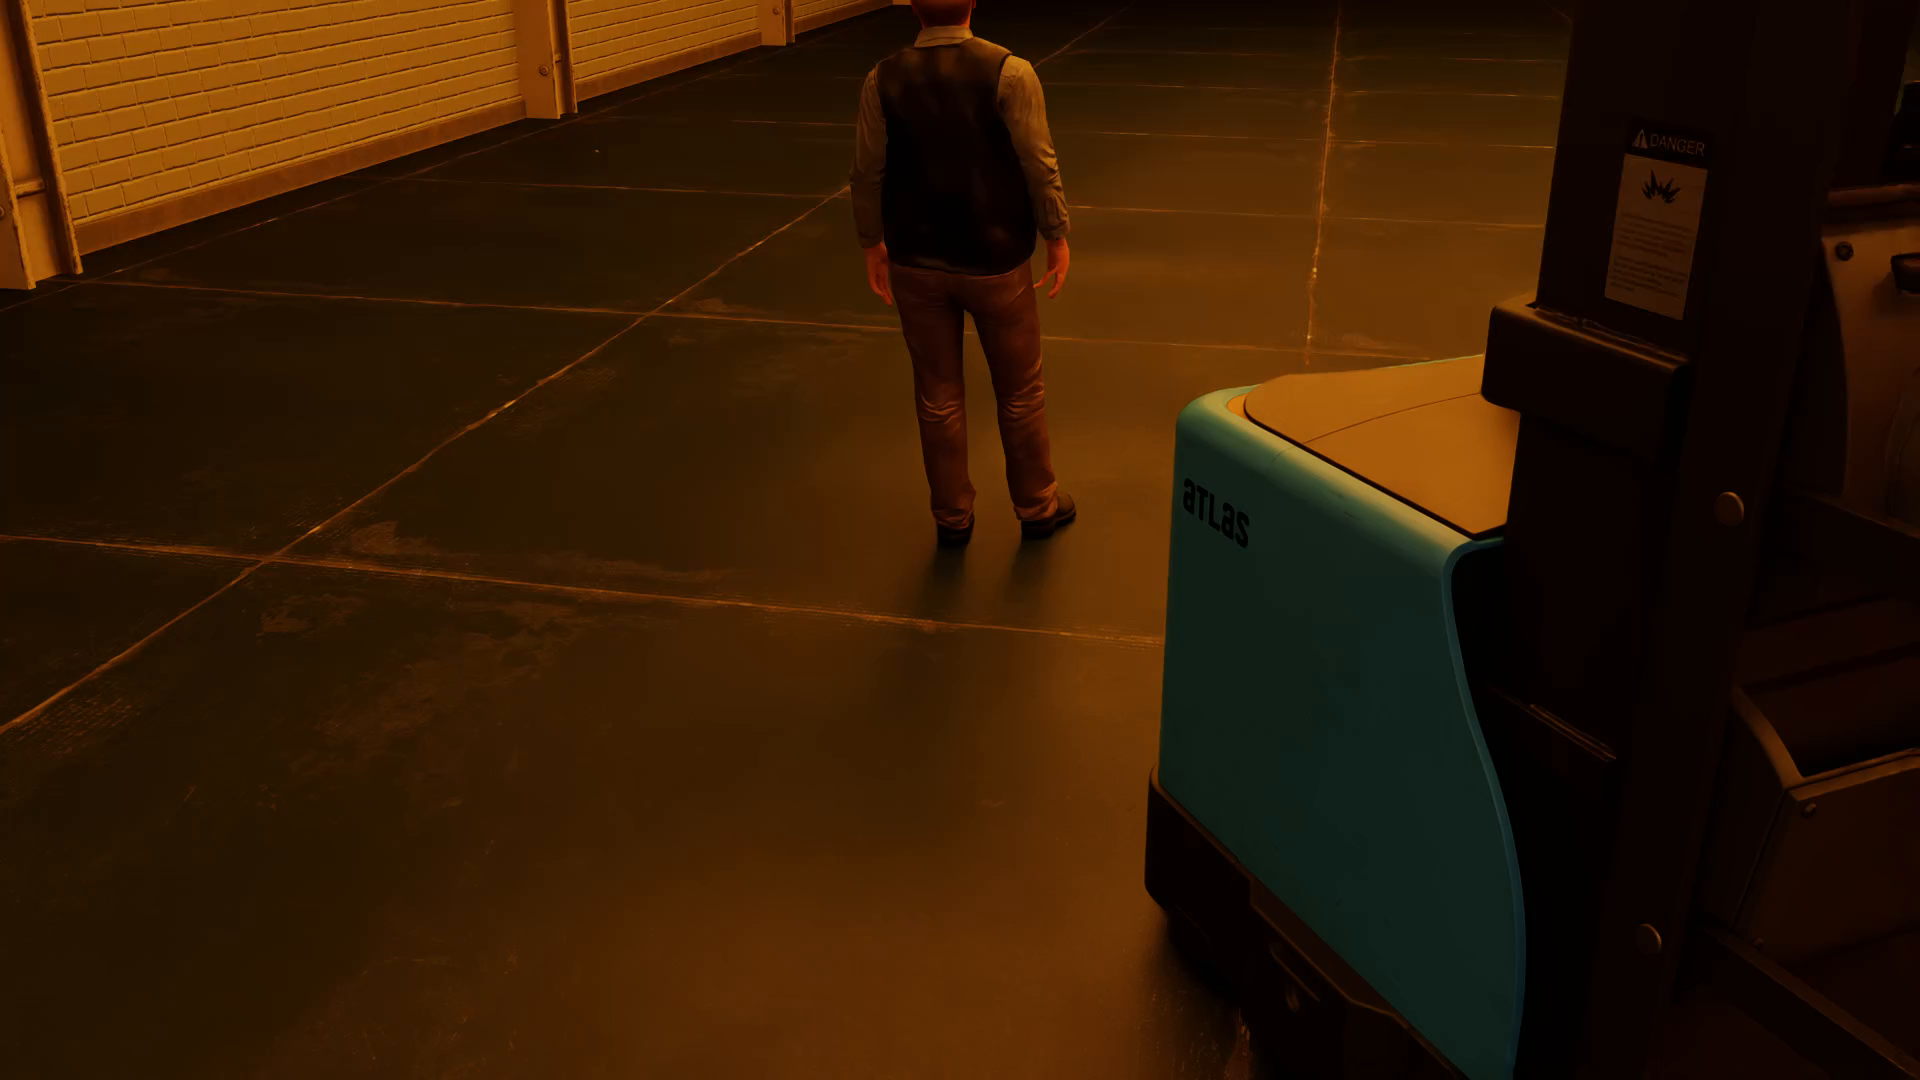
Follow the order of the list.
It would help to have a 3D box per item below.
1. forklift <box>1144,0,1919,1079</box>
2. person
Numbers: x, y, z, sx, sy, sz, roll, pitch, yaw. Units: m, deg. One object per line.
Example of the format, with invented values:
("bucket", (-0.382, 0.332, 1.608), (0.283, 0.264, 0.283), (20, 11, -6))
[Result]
("forklift", (1.412, -0.184, 1.717), (1.130, 2.935, 3.031), (-9, 24, -21))
("person", (0.021, -0.826, 4.875), (0.632, 1.720, 0.568), (5, 23, 11))
